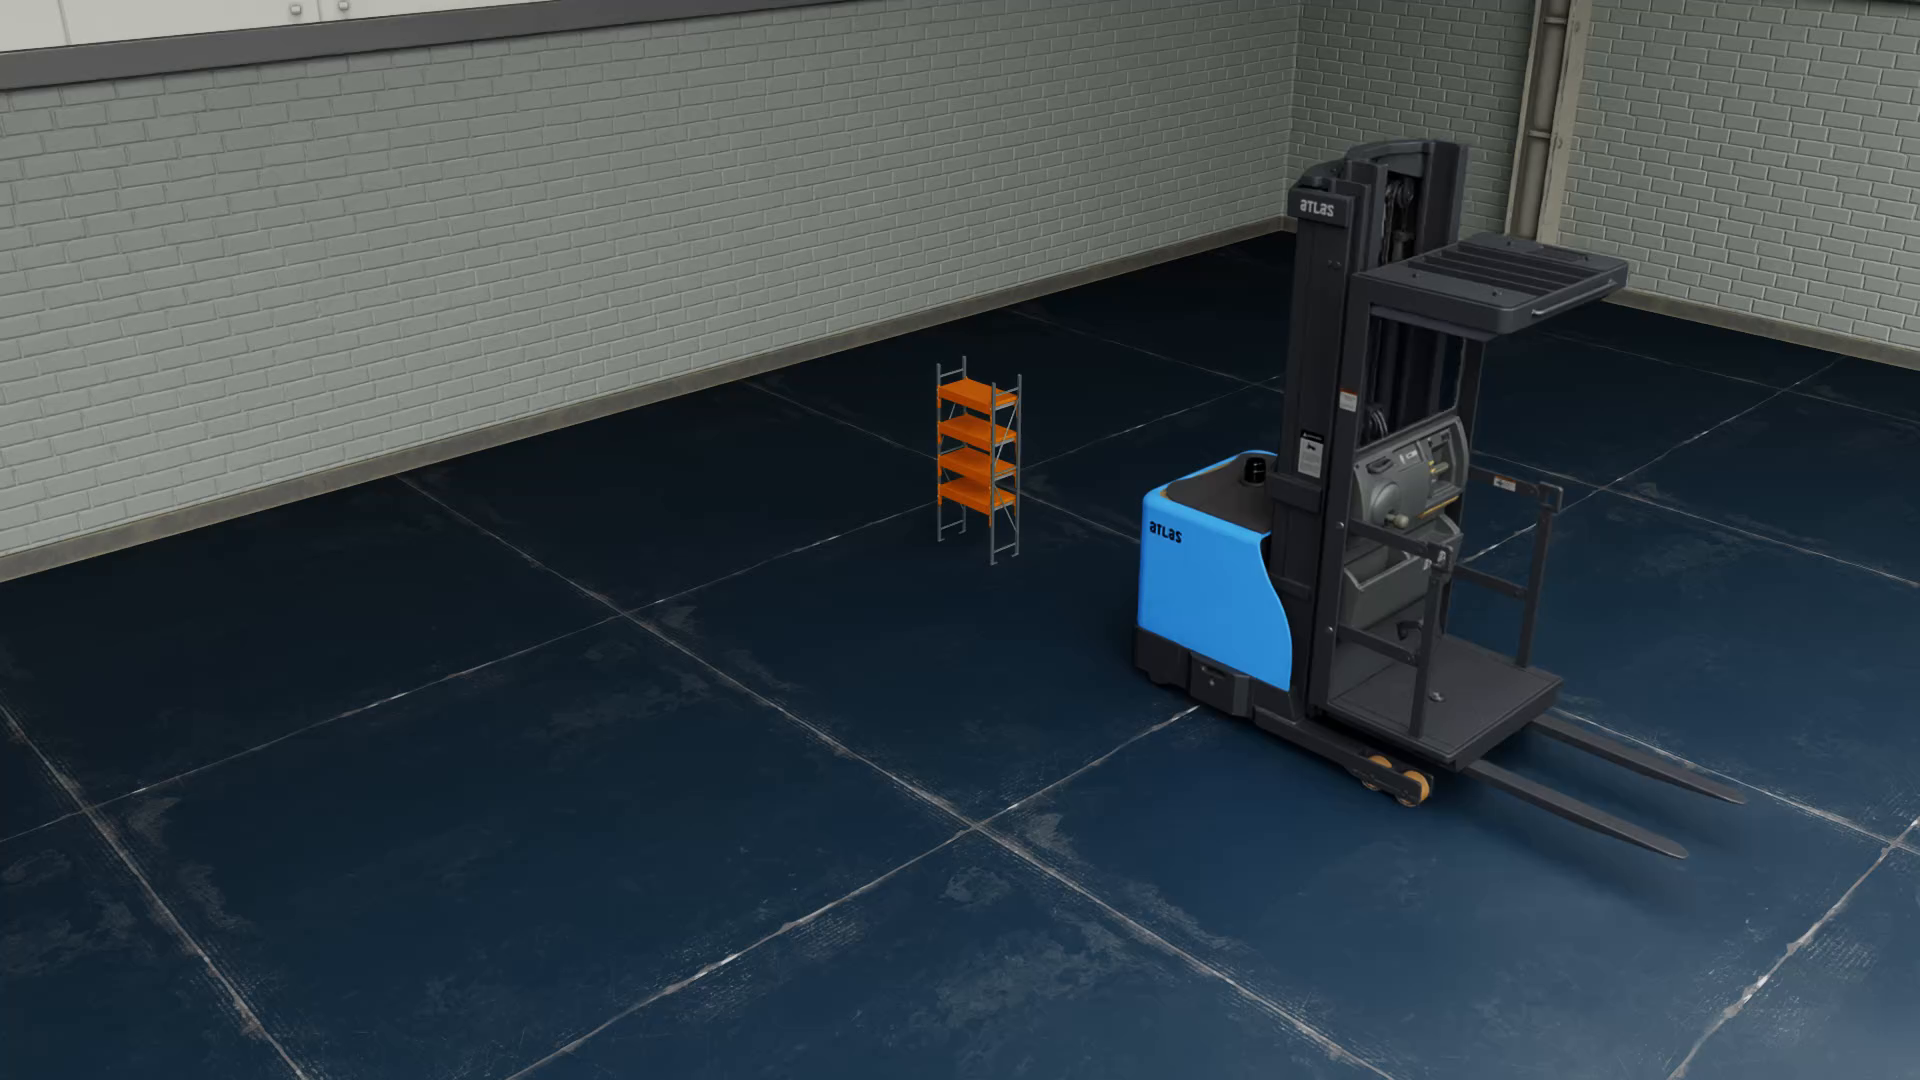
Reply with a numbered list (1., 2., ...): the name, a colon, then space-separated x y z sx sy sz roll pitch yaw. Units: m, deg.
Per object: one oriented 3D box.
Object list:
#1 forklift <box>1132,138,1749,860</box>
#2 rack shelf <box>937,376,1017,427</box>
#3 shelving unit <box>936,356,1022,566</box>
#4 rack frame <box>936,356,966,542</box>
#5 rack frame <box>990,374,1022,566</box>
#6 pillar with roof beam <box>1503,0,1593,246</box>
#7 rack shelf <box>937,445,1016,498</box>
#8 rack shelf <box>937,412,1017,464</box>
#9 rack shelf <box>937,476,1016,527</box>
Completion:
1. forklift: 2.324 -0.300 7.877 1.130 2.935 3.031 -22 32 -39
2. rack shelf: 0.113 -0.853 10.228 0.258 0.148 0.480 -21 32 -38
3. shelving unit: 0.113 -0.496 10.391 0.258 1.200 0.503 -21 32 -38
4. rack frame: -0.054 -0.570 10.553 0.240 1.200 0.015 -21 32 -38
5. rack frame: 0.280 -0.422 10.229 0.240 1.200 0.015 -21 32 -38
6. pillar with roof beam: 2.313 -5.325 11.580 9.100 9.000 0.400 -21 32 -38
7. rack shelf: 0.113 -0.435 10.419 0.258 0.148 0.480 -21 32 -38
8. rack shelf: 0.113 -0.638 10.326 0.258 0.148 0.480 -21 32 -38
9. rack shelf: 0.113 -0.254 10.501 0.258 0.148 0.480 -21 32 -38
